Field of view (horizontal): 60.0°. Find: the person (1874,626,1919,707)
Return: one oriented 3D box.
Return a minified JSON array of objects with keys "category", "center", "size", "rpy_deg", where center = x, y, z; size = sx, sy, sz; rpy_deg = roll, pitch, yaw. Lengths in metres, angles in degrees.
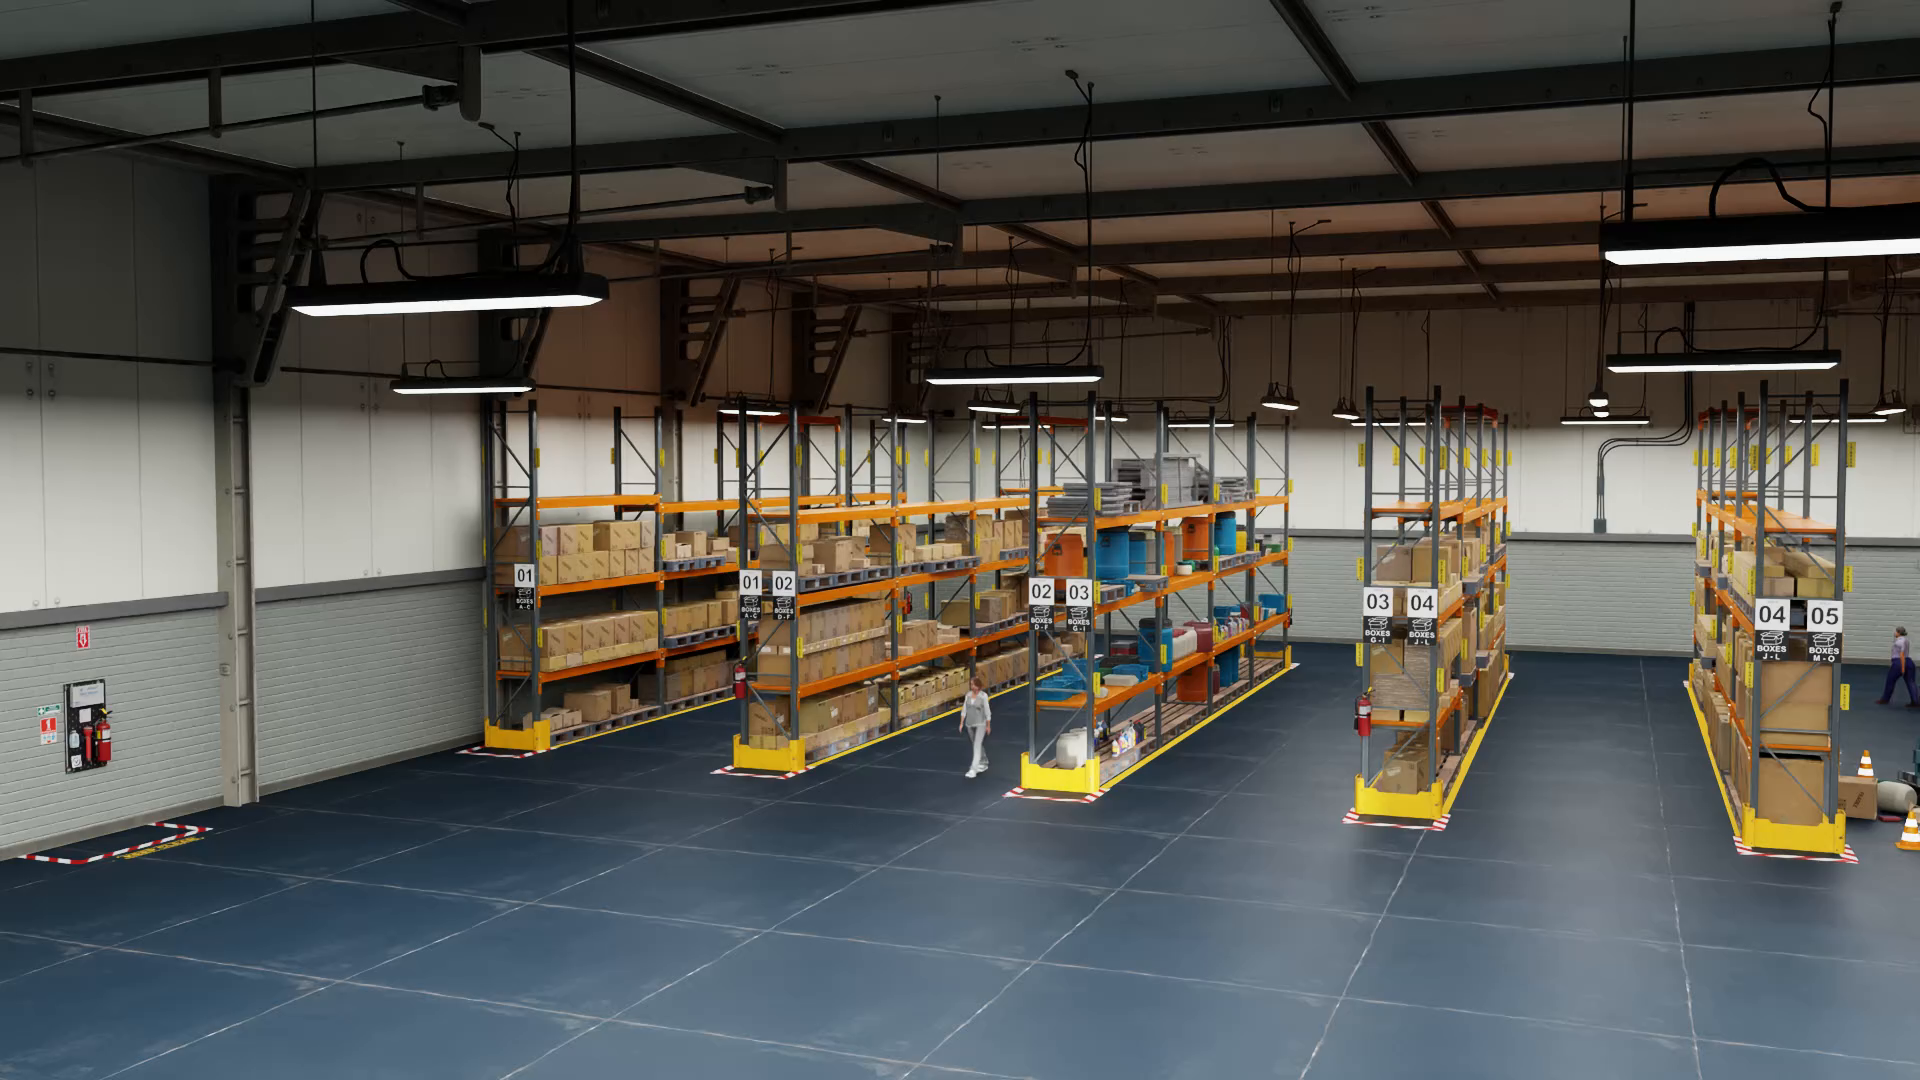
[{"category":"person","center":[18.931,2.536,33.463],"size":[0.476,1.603,0.894],"rpy_deg":[-1,3,-16]}]

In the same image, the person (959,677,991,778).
[{"category":"person","center":[0.229,2.922,26.098],"size":[0.449,1.549,0.949],"rpy_deg":[2,3,35]}]
